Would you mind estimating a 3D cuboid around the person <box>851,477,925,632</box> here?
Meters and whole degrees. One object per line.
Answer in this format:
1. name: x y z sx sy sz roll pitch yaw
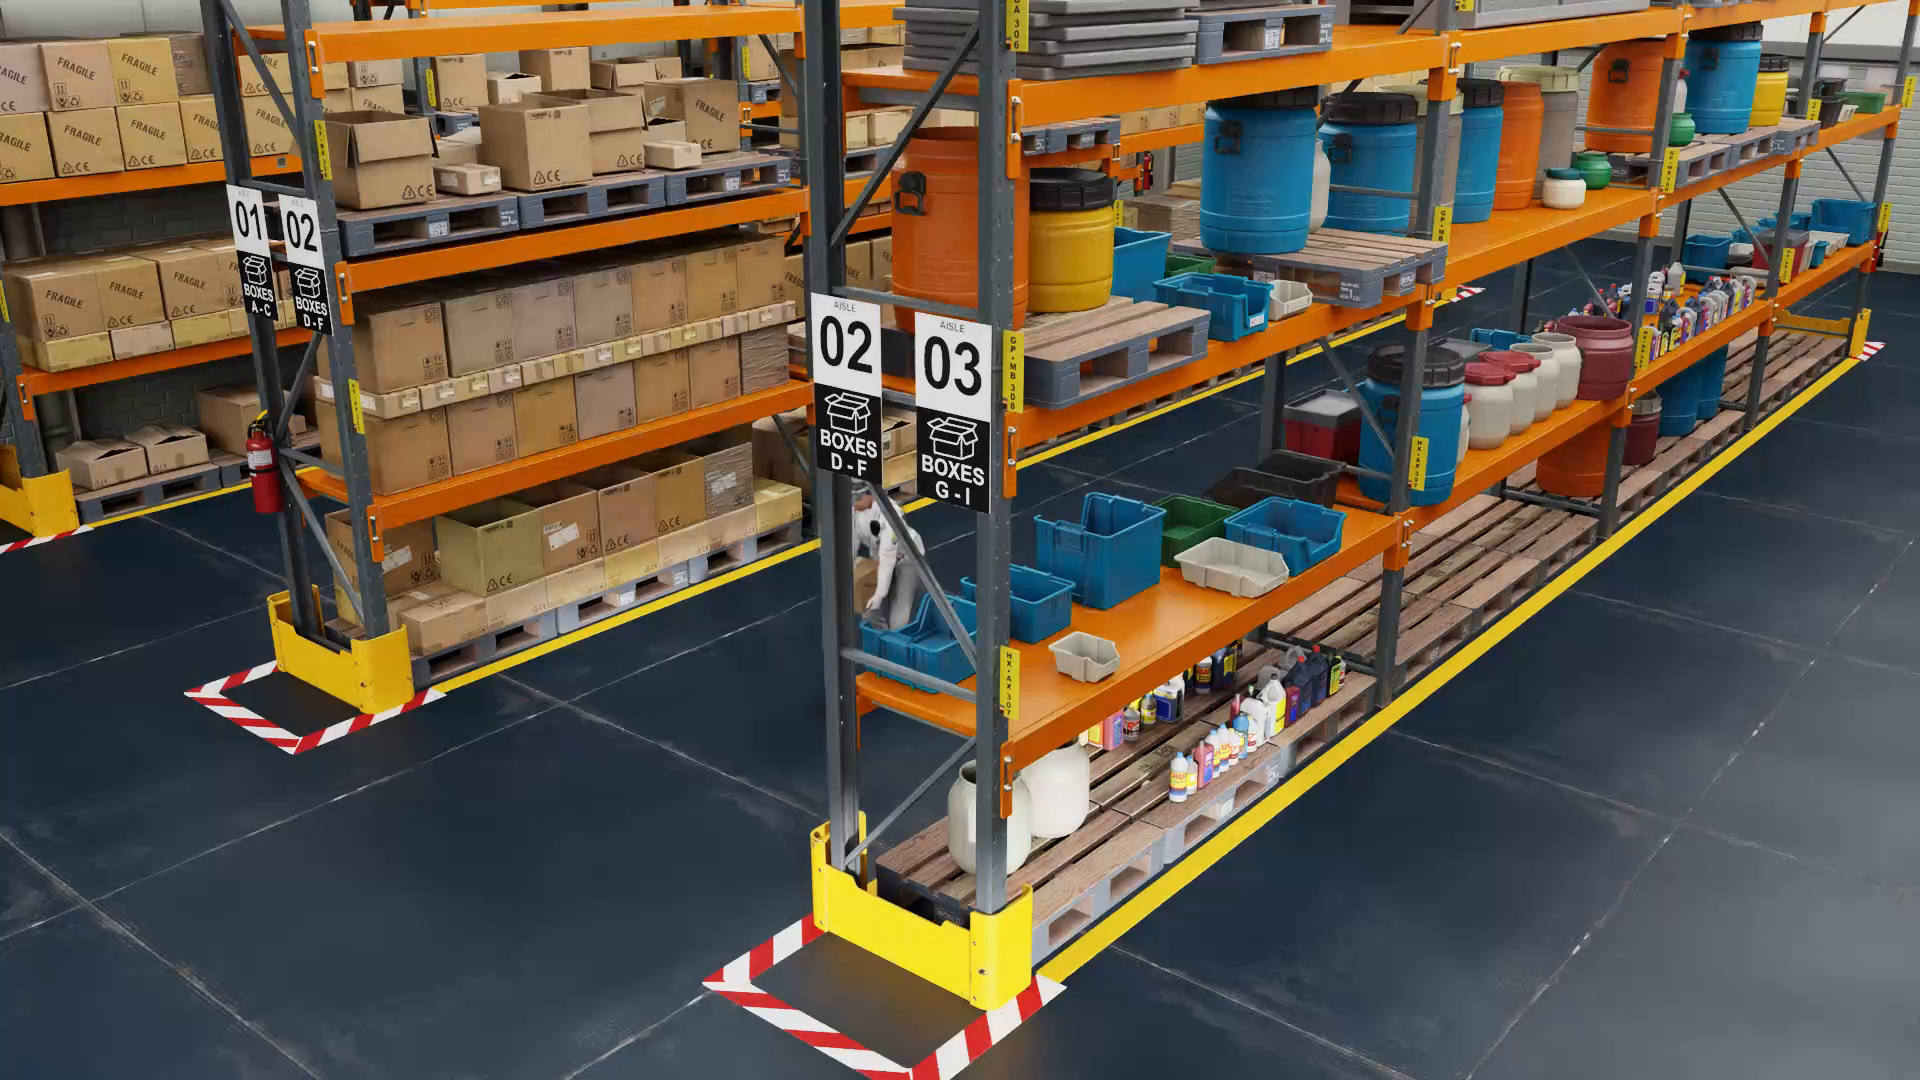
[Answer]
1. person: -0.505 0.240 10.601 0.413 1.552 0.647 15 25 35
